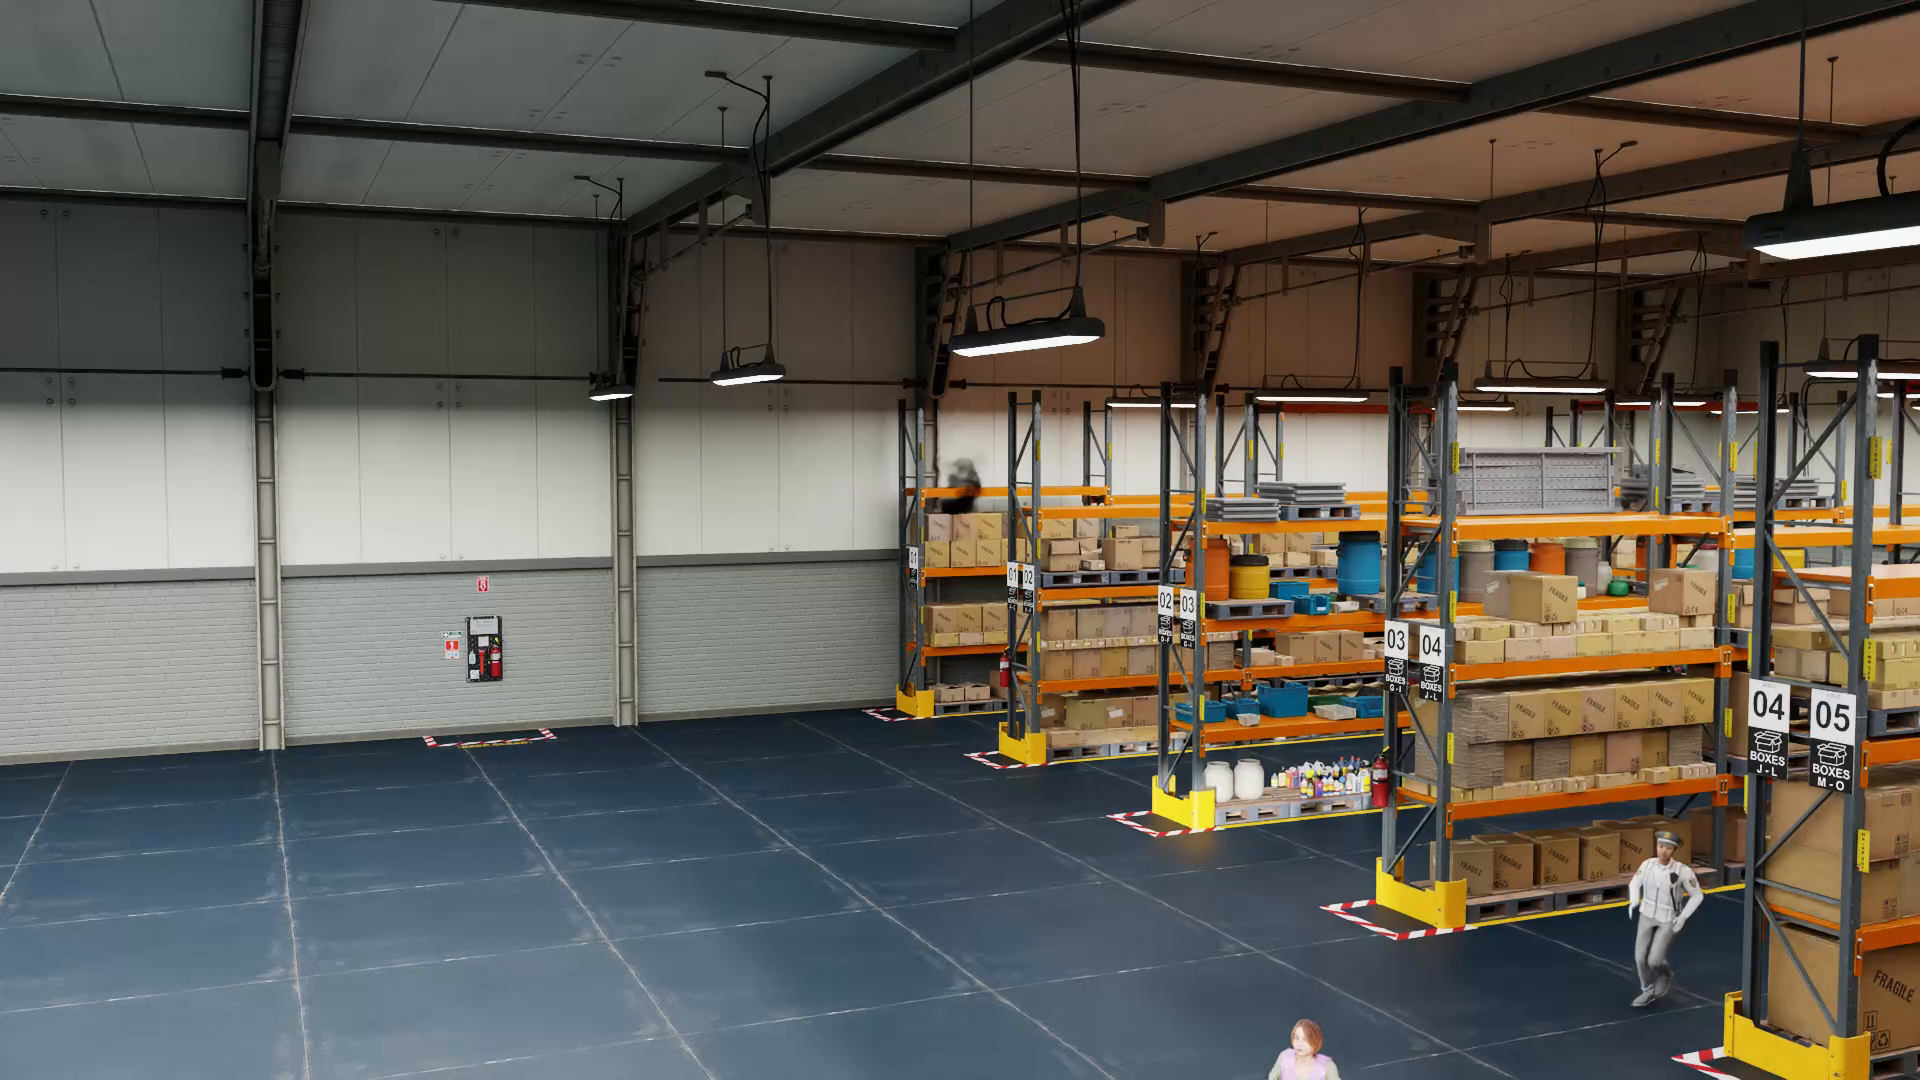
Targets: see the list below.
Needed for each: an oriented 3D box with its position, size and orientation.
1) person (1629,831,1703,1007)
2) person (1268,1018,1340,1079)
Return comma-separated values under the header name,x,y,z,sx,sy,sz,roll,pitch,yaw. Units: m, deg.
name,x,y,z,sx,sy,sz,roll,pitch,yaw
person,6.376,3.460,15.145,0.518,1.658,0.633,-3,5,-42
person,2.151,3.763,10.363,0.512,1.574,0.631,1,4,18
